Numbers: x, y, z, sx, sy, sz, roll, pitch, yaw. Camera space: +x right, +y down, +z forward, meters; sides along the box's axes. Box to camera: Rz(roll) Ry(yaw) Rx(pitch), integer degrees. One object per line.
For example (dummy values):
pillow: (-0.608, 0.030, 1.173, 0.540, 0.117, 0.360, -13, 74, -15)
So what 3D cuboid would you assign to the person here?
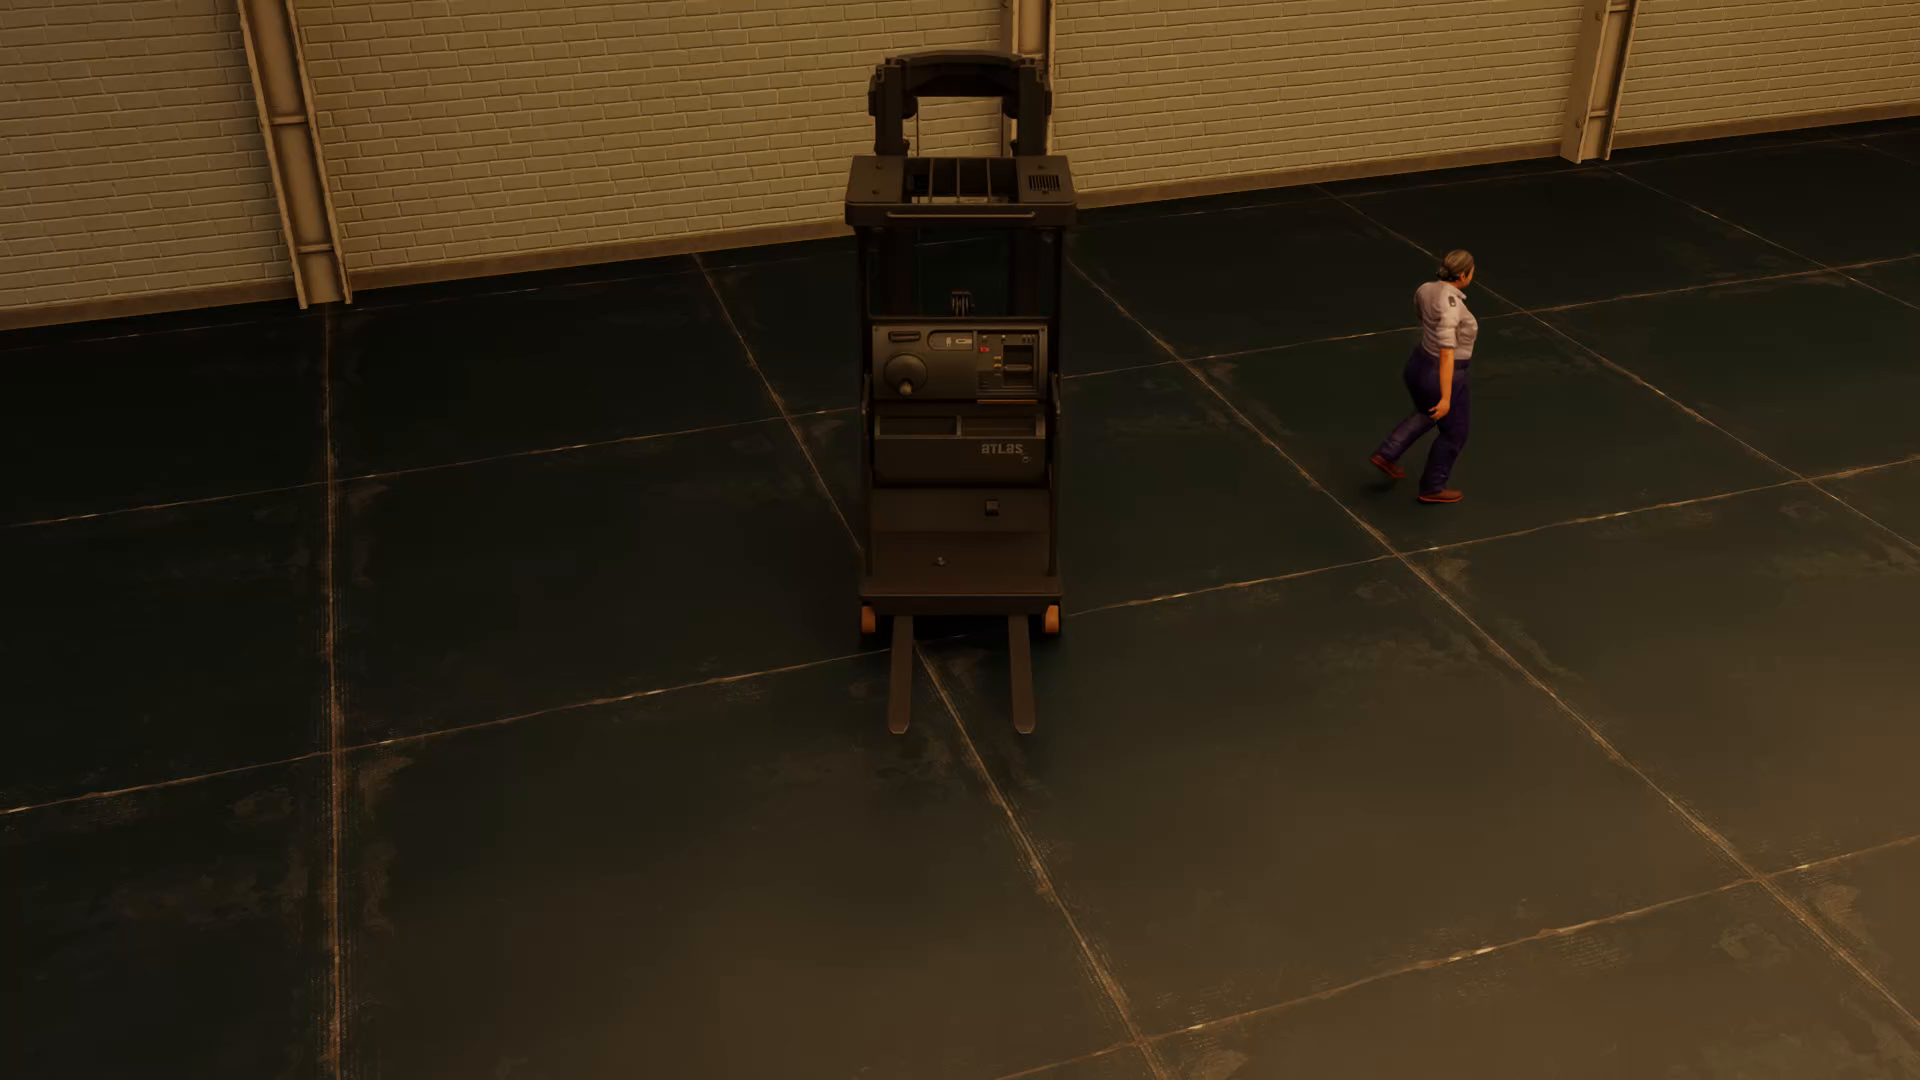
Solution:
person: (2.888, -0.987, 10.114, 0.564, 1.633, 0.719, -7, 31, -12)

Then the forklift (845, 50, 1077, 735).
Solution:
forklift: (0.002, -0.906, 8.661, 1.130, 2.935, 3.031, 0, 30, 0)
